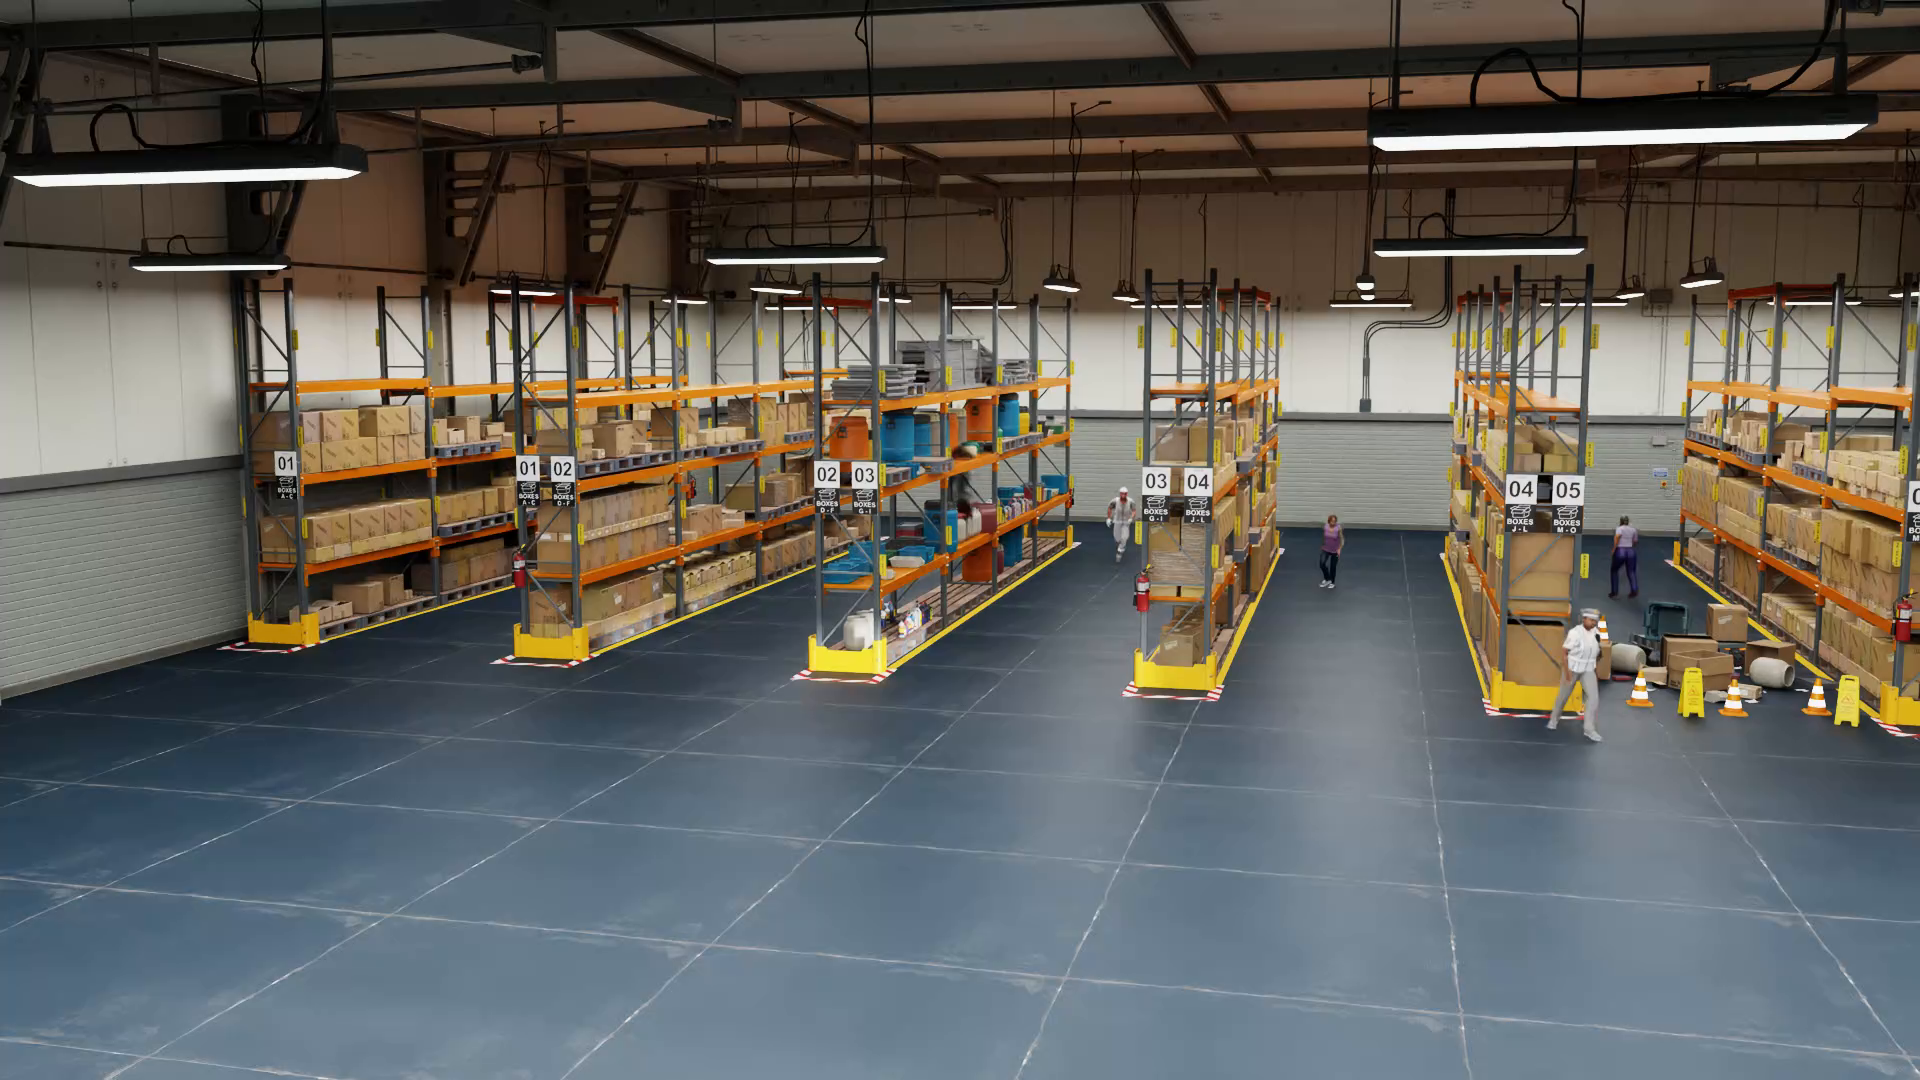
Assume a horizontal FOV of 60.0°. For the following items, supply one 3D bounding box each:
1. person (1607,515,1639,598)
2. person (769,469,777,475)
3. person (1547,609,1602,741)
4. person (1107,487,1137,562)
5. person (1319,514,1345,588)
[{"bbox_3d":[12.879,0.348,32.179,0.607,1.639,0.957,0,7,-1],"label":"person"},{"bbox_3d":[-5.038,-1.094,44.332,0.672,1.606,0.672,6,9,41],"label":"person"},{"bbox_3d":[7.818,1.650,20.981,0.576,1.632,0.878,-2,7,-15],"label":"person"},{"bbox_3d":[3.669,-0.364,37.732,0.658,1.713,0.713,0,7,-4],"label":"person"},{"bbox_3d":[7.467,0.235,33.377,0.531,1.532,0.702,3,7,24],"label":"person"}]
